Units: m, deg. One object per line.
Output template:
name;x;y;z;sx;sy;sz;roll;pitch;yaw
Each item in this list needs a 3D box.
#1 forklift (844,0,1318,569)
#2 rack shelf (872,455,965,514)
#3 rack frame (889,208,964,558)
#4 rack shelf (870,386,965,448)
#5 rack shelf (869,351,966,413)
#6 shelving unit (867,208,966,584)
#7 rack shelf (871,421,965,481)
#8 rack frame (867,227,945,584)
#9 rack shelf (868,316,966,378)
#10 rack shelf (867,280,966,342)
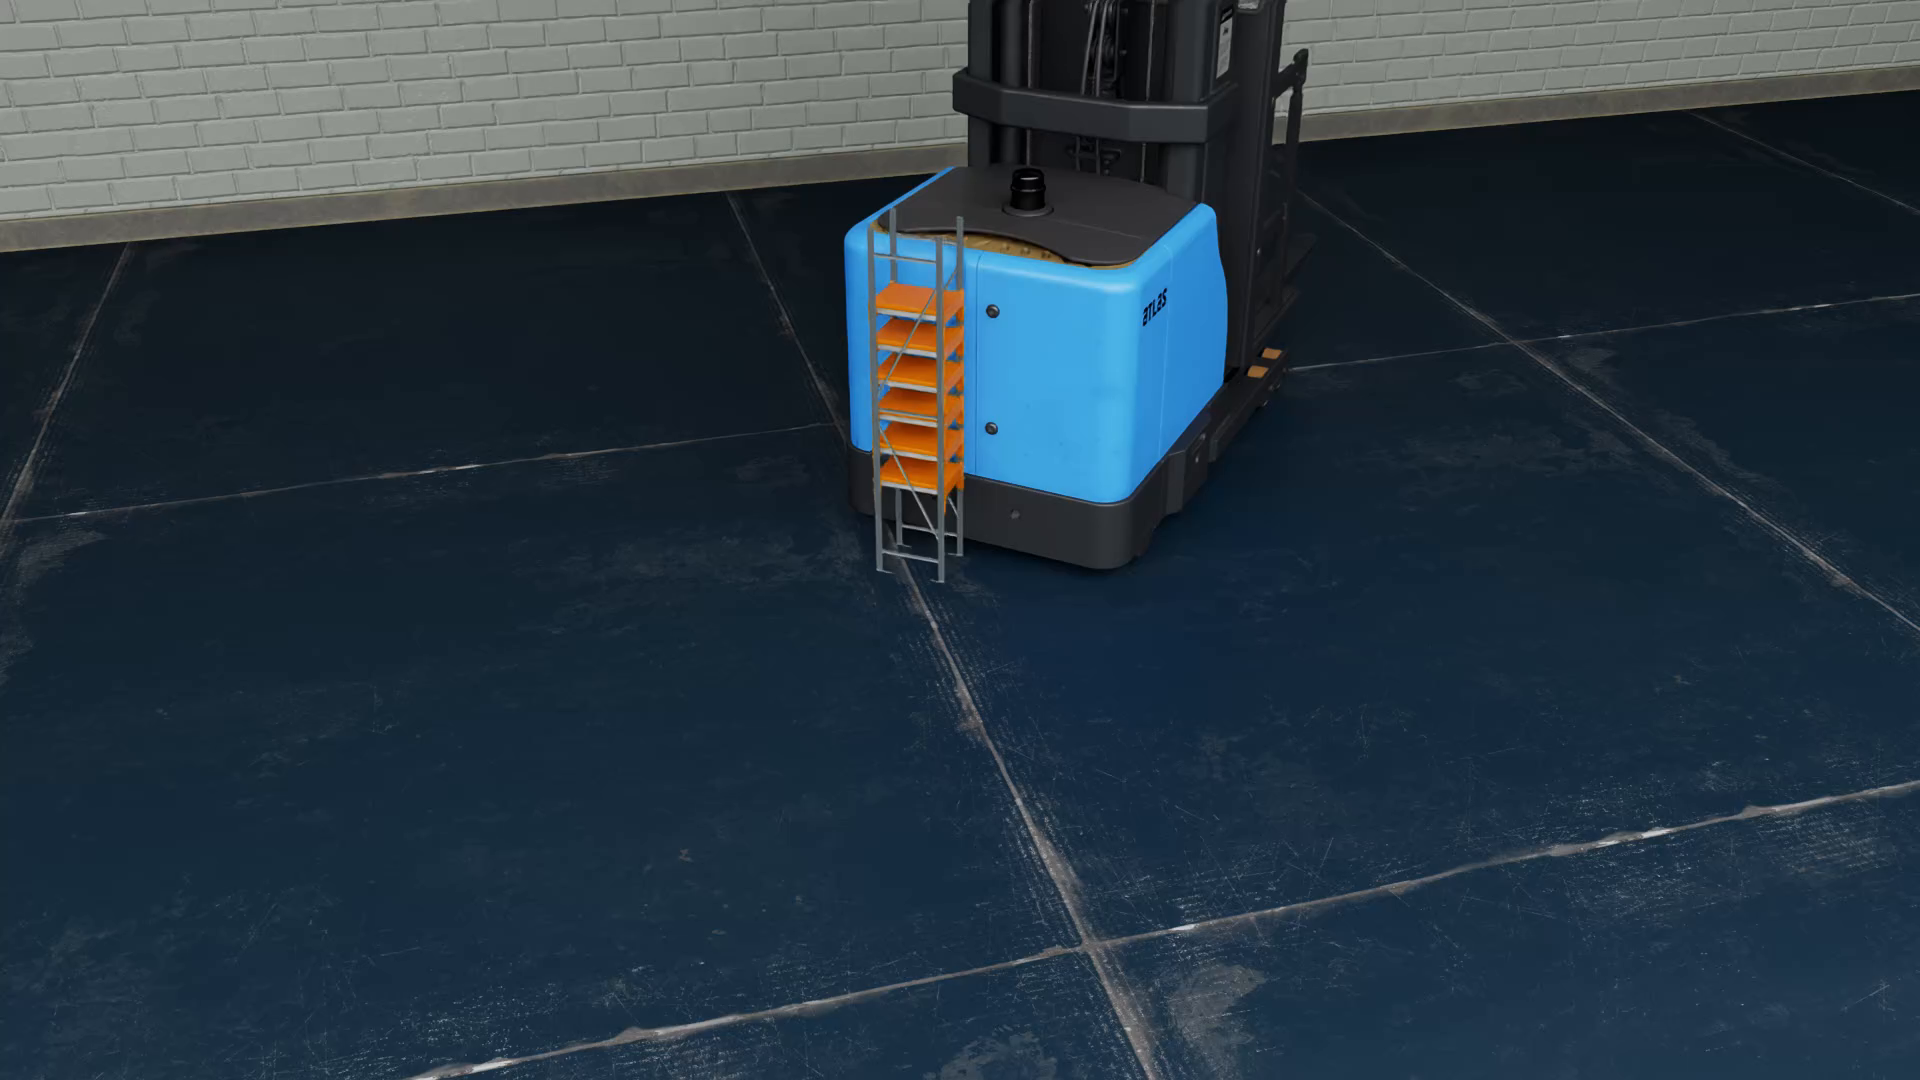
forklift;0.705;-1.888;6.086;1.130;2.935;3.031;14;33;22
rack shelf;-0.134;-0.191;5.451;0.258;0.103;0.180;10;32;17
rack frame;-0.103;-0.481;5.383;0.240;1.200;0.006;10;32;17
rack shelf;-0.134;-0.399;5.330;0.258;0.103;0.180;10;32;17
rack shelf;-0.134;-0.503;5.270;0.258;0.103;0.180;10;32;17
shelving unit;-0.134;-0.437;5.308;0.258;1.200;0.189;10;32;17
rack shelf;-0.134;-0.295;5.390;0.258;0.103;0.180;10;32;17
rack frame;-0.164;-0.394;5.233;0.240;1.200;0.006;10;32;17
rack shelf;-0.134;-0.607;5.210;0.258;0.103;0.180;10;32;17
rack shelf;-0.134;-0.711;5.150;0.258;0.103;0.180;10;32;17
